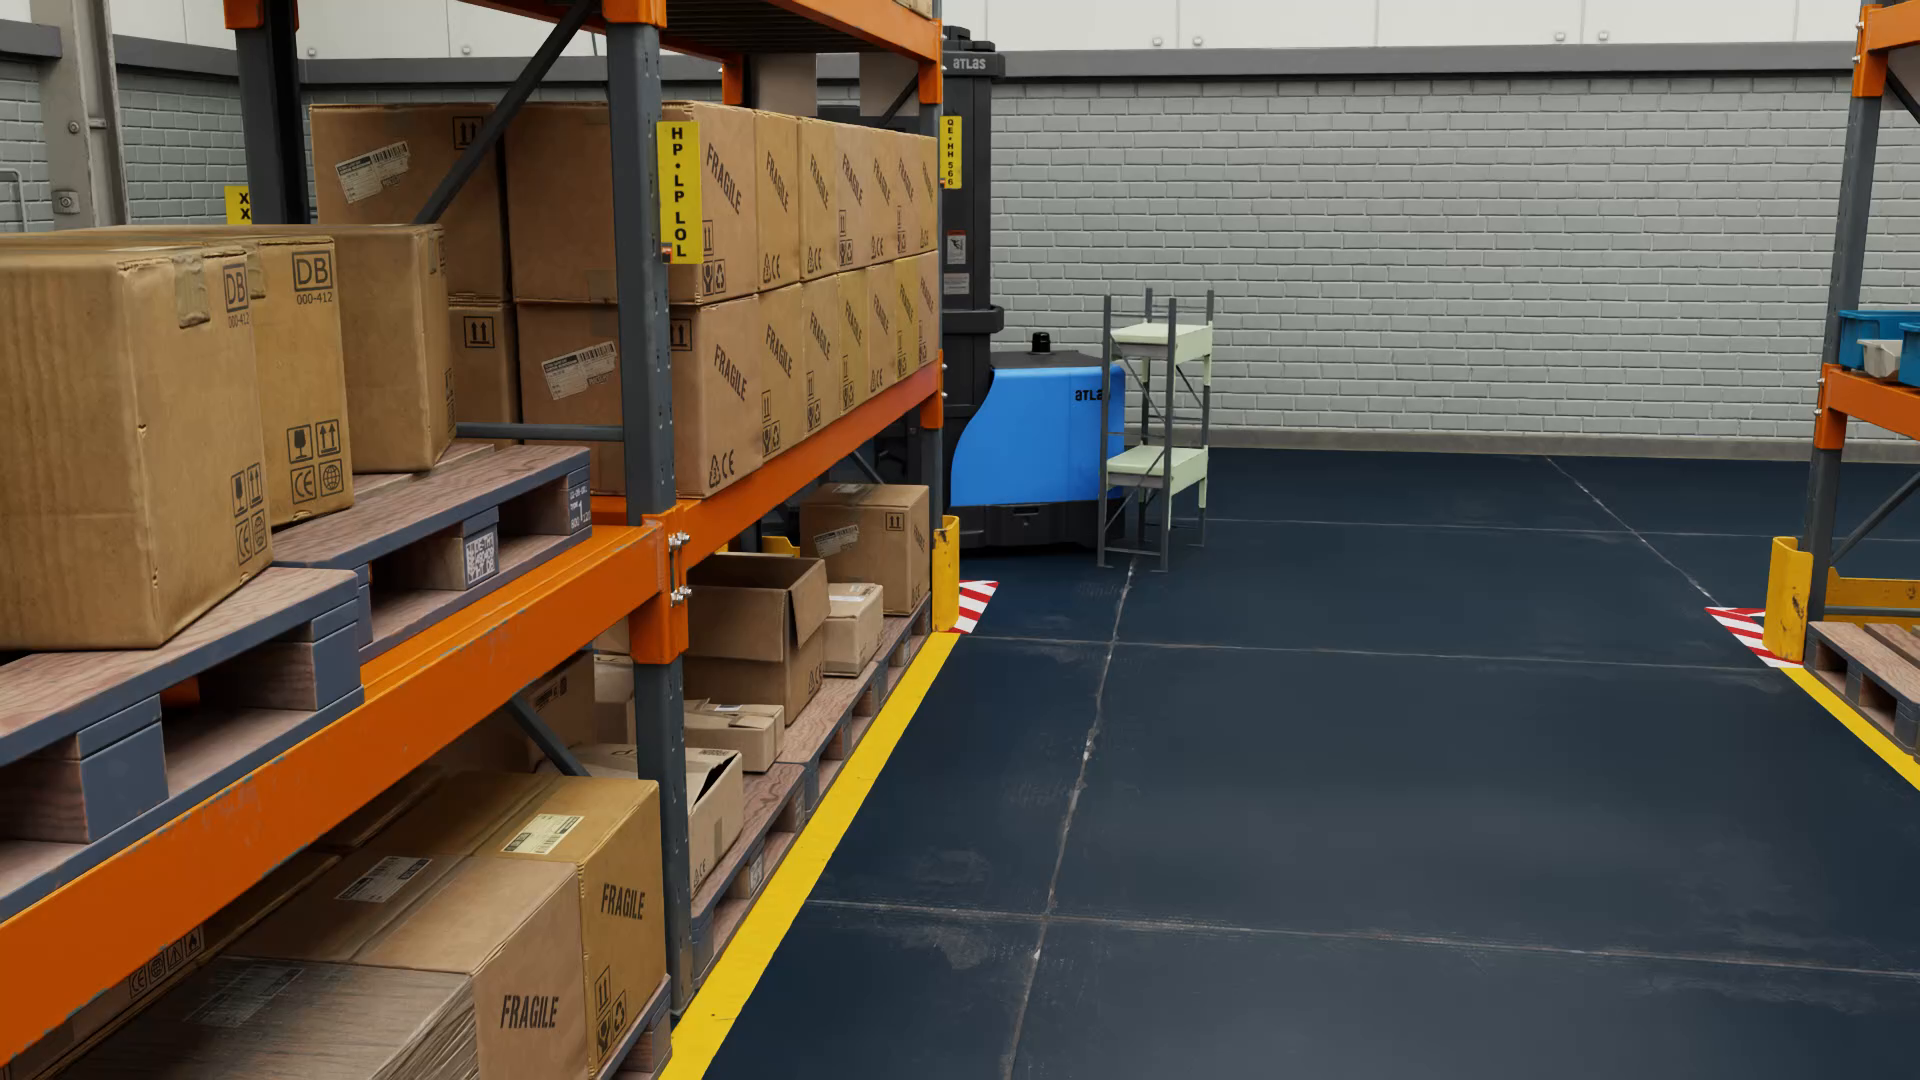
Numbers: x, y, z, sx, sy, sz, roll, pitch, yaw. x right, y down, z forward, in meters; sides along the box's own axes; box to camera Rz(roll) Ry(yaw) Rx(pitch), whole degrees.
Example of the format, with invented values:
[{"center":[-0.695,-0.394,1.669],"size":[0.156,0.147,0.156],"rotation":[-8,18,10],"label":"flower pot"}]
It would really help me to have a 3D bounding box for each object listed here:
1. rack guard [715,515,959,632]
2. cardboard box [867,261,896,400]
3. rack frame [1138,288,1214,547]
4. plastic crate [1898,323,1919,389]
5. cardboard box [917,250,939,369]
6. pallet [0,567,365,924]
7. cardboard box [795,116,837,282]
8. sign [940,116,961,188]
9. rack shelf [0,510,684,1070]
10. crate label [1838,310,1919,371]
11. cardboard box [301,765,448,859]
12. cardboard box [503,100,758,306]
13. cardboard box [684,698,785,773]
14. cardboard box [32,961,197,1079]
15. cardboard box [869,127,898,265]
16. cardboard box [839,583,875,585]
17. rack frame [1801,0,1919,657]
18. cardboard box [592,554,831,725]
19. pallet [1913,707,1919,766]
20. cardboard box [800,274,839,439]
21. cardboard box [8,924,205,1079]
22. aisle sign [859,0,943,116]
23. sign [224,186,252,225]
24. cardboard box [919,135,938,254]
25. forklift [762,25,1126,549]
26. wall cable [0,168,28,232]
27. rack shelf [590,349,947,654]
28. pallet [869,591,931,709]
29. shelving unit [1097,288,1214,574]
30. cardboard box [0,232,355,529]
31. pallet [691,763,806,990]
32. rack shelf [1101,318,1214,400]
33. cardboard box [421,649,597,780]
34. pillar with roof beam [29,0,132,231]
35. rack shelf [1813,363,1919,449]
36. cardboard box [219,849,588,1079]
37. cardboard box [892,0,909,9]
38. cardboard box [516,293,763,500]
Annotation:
[{"center":[-0.600,0.143,8.145],"size":[1.175,0.500,0.348],"rotation":[2,12,9],"label":"rack guard"},{"center":[-0.547,-0.830,6.489],"size":[0.500,0.500,0.500],"rotation":[2,12,9],"label":"cardboard box"},{"center":[1.258,-0.710,9.718],"size":[0.400,1.500,0.023],"rotation":[6,13,23],"label":"rack frame"},{"center":[3.841,-0.704,6.394],"size":[0.416,0.233,0.300],"rotation":[2,12,9],"label":"plastic crate"},{"center":[-0.388,-1.042,7.471],"size":[0.500,0.500,0.500],"rotation":[2,12,10],"label":"cardboard box"},{"center":[-1.524,0.259,2.127],"size":[1.003,0.211,1.213],"rotation":[2,12,9],"label":"pallet"},{"center":[-0.695,-1.104,5.384],"size":[0.500,0.500,0.500],"rotation":[2,12,7],"label":"cardboard box"},{"center":[-0.043,-1.794,7.697],"size":[0.100,0.325,0.005],"rotation":[2,12,9],"label":"sign"},{"center":[-1.511,0.505,2.236],"size":[1.077,0.370,4.000],"rotation":[2,12,9],"label":"rack shelf"},{"center":[3.942,-0.841,7.029],"size":[0.416,0.233,0.303],"rotation":[2,12,9],"label":"crate label"},{"center":[-1.519,0.837,3.878],"size":[0.500,0.500,0.500],"rotation":[1,12,6],"label":"cardboard box"},{"center":[-0.853,-0.889,4.389],"size":[0.500,0.500,0.500],"rotation":[2,12,10],"label":"cardboard box"},{"center":[-0.802,0.647,5.554],"size":[0.380,0.166,0.250],"rotation":[2,12,9],"label":"cardboard box"},{"center":[-1.674,1.052,2.880],"size":[0.500,0.500,0.500],"rotation":[2,12,9],"label":"cardboard box"},{"center":[-0.537,-1.318,6.379],"size":[0.500,0.500,0.500],"rotation":[2,12,10],"label":"cardboard box"},{"center":[-0.580,0.277,7.268],"size":[0.380,0.166,0.250],"rotation":[2,12,9],"label":"cardboard box"},{"center":[4.306,-0.934,7.207],"size":[1.000,3.000,0.127],"rotation":[2,12,9],"label":"rack frame"},{"center":[-0.920,0.351,6.124],"size":[0.797,0.503,0.637],"rotation":[2,12,9],"label":"cardboard box"},{"center":[3.950,0.853,5.535],"size":[1.003,0.211,1.213],"rotation":[2,12,9],"label":"pallet"},{"center":[-0.701,-0.619,5.510],"size":[0.500,0.500,0.500],"rotation":[2,12,8],"label":"cardboard box"},{"center":[-1.672,0.679,2.833],"size":[0.500,0.250,0.500],"rotation":[2,12,9],"label":"cardboard box"},{"center":[-0.275,-2.370,7.701],"size":[0.394,0.787,0.004],"rotation":[2,12,9],"label":"aisle sign"},{"center":[-1.741,-0.702,4.075],"size":[0.100,0.325,0.005],"rotation":[2,12,9],"label":"sign"},{"center":[-0.385,-1.531,7.368],"size":[0.500,0.500,0.500],"rotation":[2,12,8],"label":"cardboard box"},{"center":[-0.608,-1.403,9.548],"size":[3.031,2.935,1.130],"rotation":[-3,12,-13],"label":"forklift"},{"center":[-6.221,-2.049,9.969],"size":[0.084,1.984,1.851],"rotation":[2,12,9],"label":"wall cable"},{"center":[-0.896,-0.327,6.099],"size":[1.077,0.370,4.000],"rotation":[2,12,9],"label":"rack shelf"},{"center":[-0.722,0.450,7.406],"size":[1.003,0.211,1.213],"rotation":[2,12,9],"label":"pallet"},{"center":[1.109,-0.639,9.391],"size":[0.431,1.500,0.755],"rotation":[6,13,23],"label":"shelving unit"},{"center":[-1.540,-0.280,2.939],"size":[0.700,0.500,0.500],"rotation":[4,13,18],"label":"cardboard box"},{"center":[-1.097,0.958,5.049],"size":[1.003,0.211,1.213],"rotation":[2,12,9],"label":"pallet"},{"center":[1.111,-1.020,9.307],"size":[0.431,0.370,0.720],"rotation":[6,13,23],"label":"rack shelf"},{"center":[-1.396,0.617,4.902],"size":[0.500,0.500,0.500],"rotation":[2,12,9],"label":"cardboard box"},{"center":[-1.669,-4.638,10.155],"size":[9.100,9.000,0.400],"rotation":[2,12,9],"label":"pillar with roof beam"},{"center":[3.998,-0.166,5.351],"size":[1.077,0.370,4.000],"rotation":[2,12,9],"label":"rack shelf"},{"center":[-1.080,0.959,3.313],"size":[0.500,0.500,0.500],"rotation":[2,12,9],"label":"cardboard box"},{"center":[-0.494,-2.269,6.638],"size":[0.500,0.250,0.500],"rotation":[2,12,9],"label":"cardboard box"},{"center":[-0.856,-0.409,4.533],"size":[0.500,0.500,0.500],"rotation":[2,12,10],"label":"cardboard box"}]
